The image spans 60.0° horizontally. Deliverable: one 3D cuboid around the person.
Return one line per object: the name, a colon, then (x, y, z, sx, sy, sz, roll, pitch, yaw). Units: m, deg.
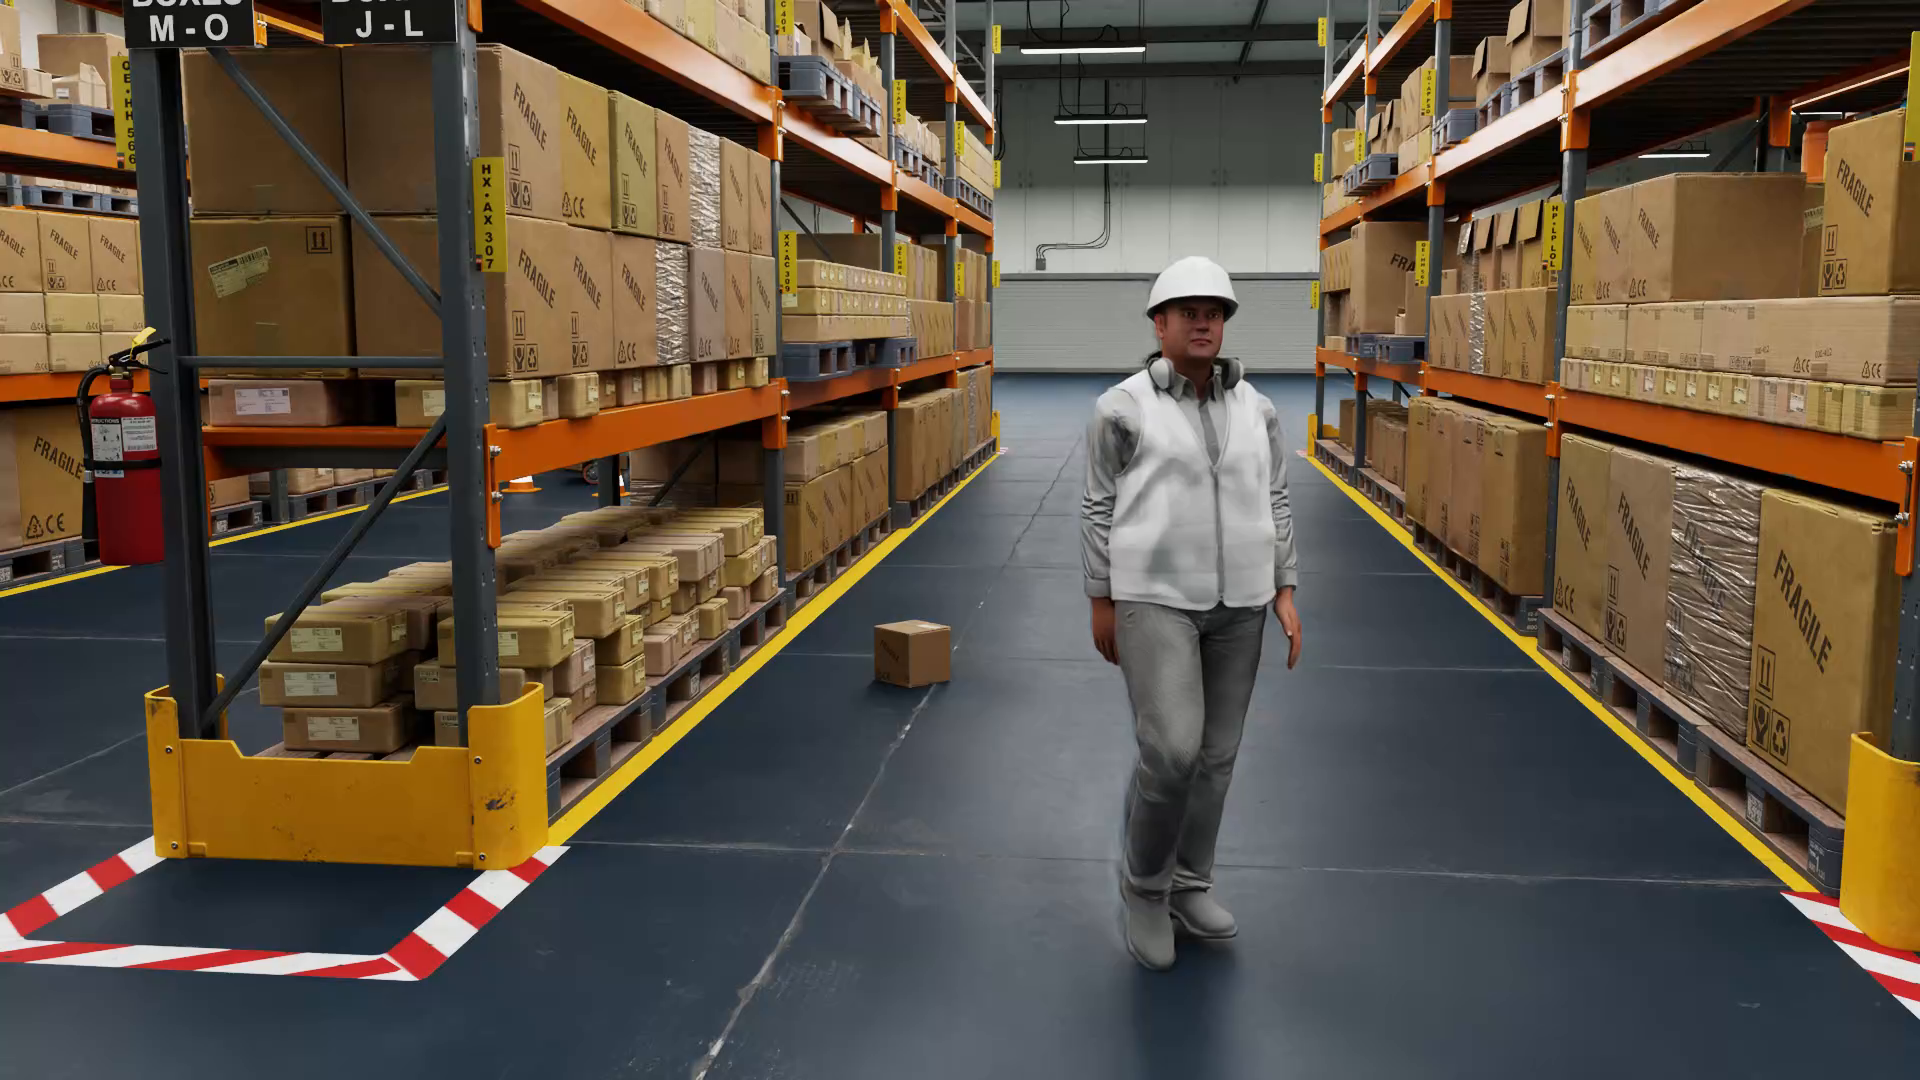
person: (0.615, 0.188, 4.243, 0.539, 1.810, 0.483, -2, 8, -18)
